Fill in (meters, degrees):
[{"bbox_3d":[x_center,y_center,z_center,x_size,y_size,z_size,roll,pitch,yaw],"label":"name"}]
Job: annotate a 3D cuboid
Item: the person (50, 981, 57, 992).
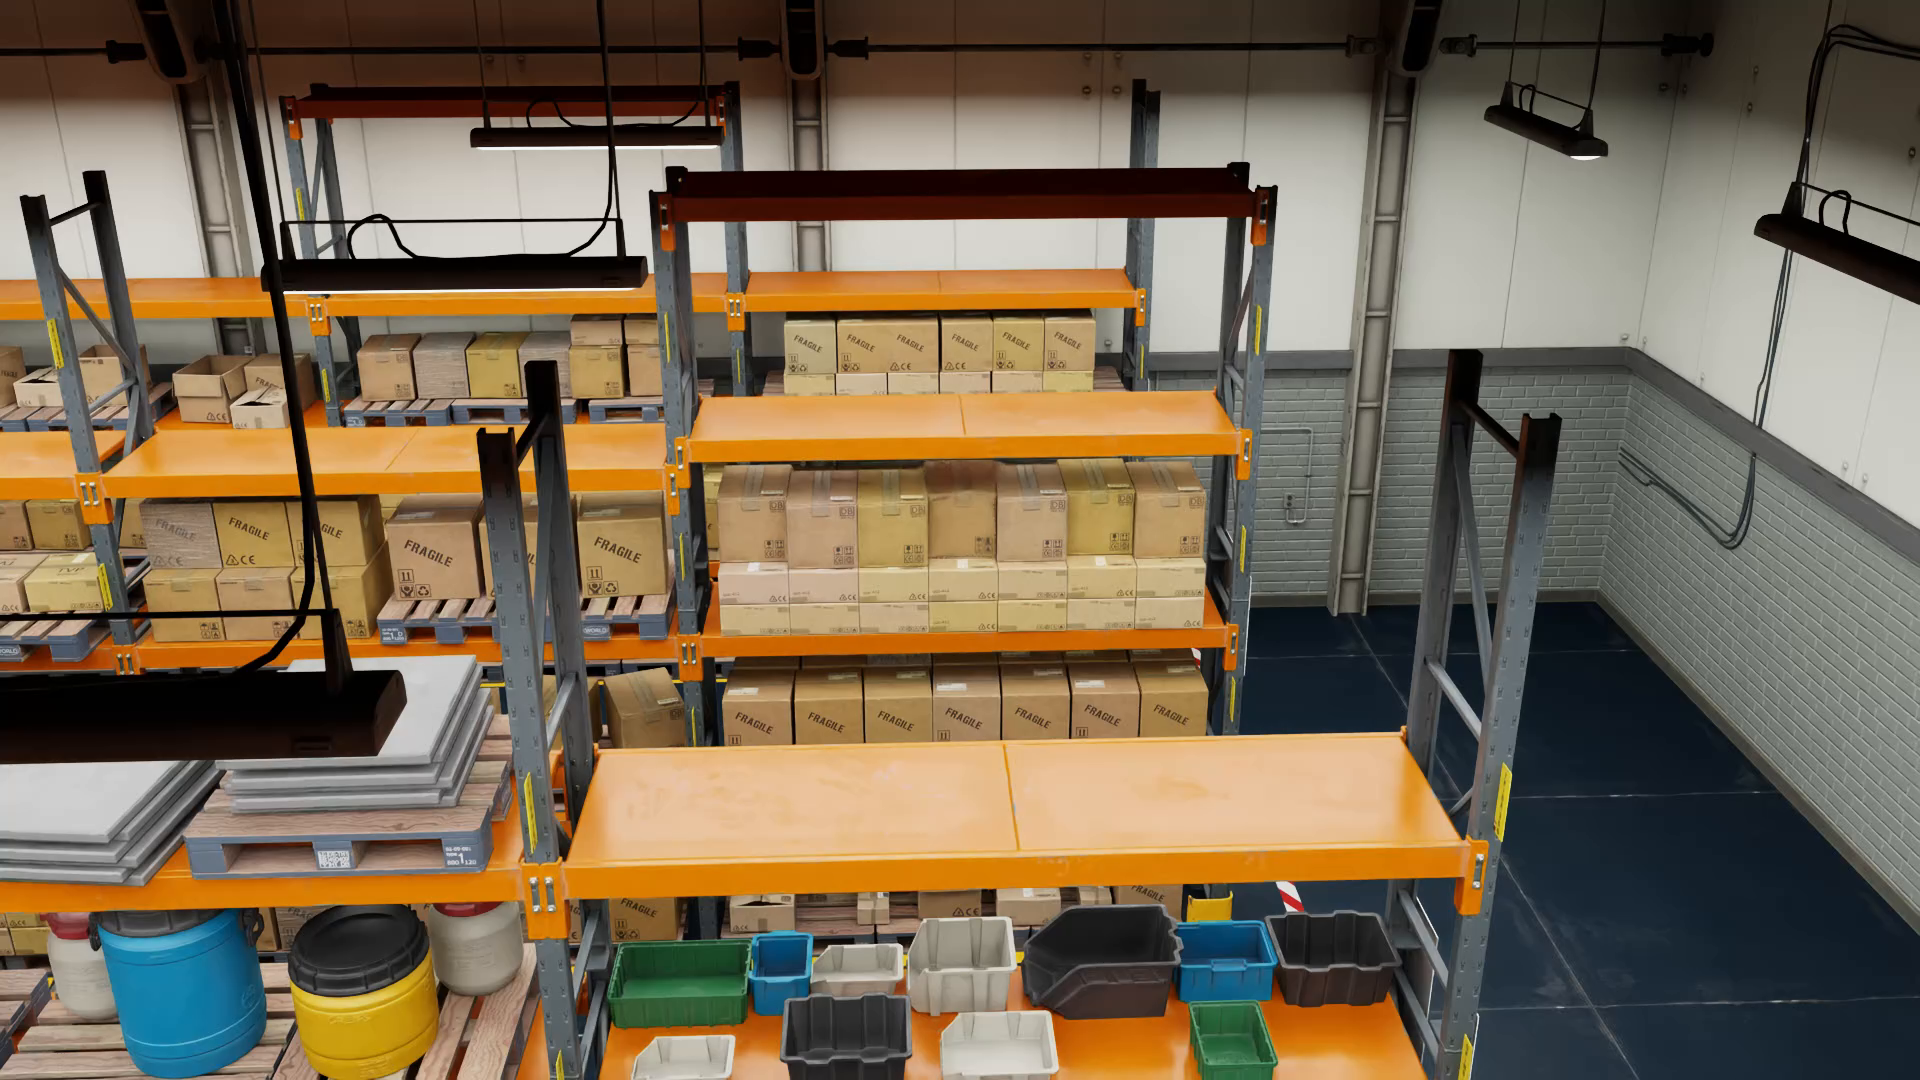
[{"bbox_3d":[-5.762,3.244,10.867,0.801,1.695,0.614,3,22,7],"label":"person"}]
